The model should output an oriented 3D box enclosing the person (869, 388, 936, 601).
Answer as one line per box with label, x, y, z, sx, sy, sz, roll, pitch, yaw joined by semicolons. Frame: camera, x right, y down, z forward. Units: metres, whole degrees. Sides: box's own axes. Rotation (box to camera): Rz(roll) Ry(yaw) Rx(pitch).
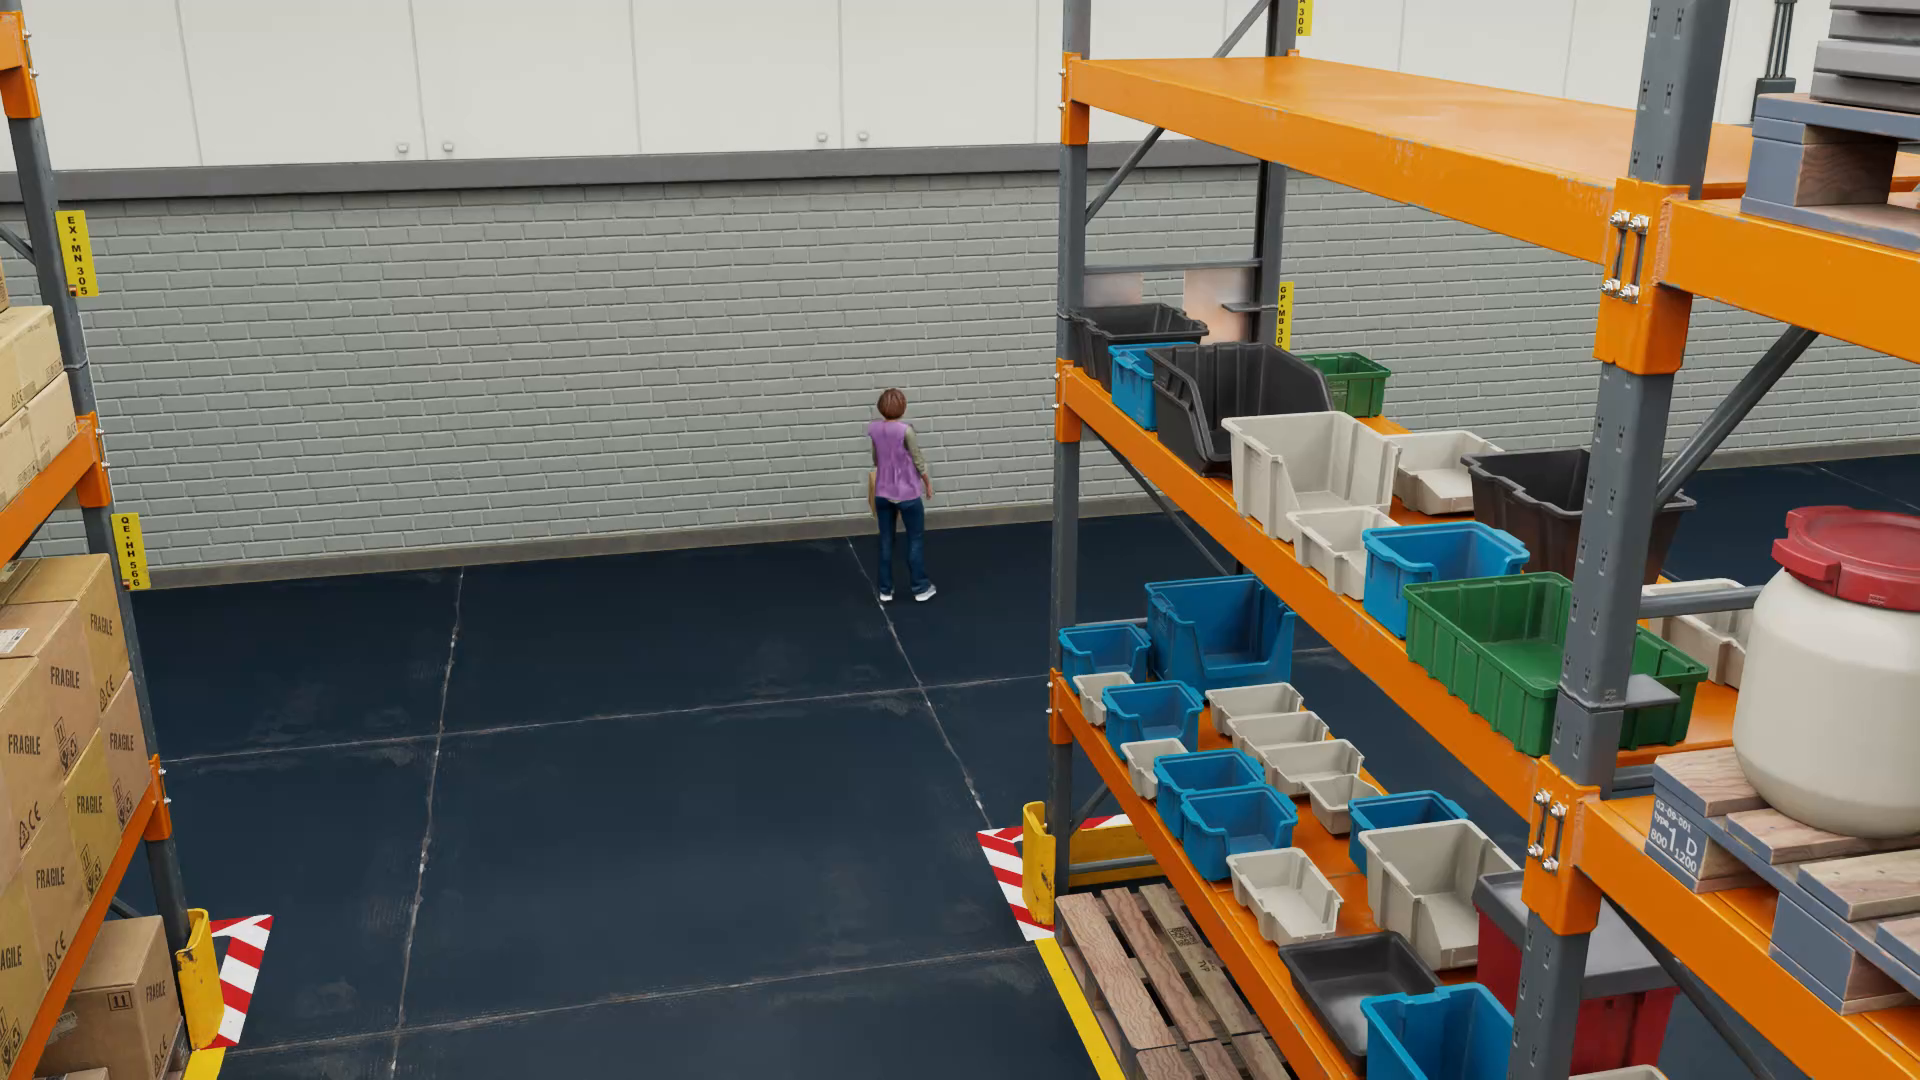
person;-0.417;-0.335;11.973;0.433;1.604;0.437;12;23;29
